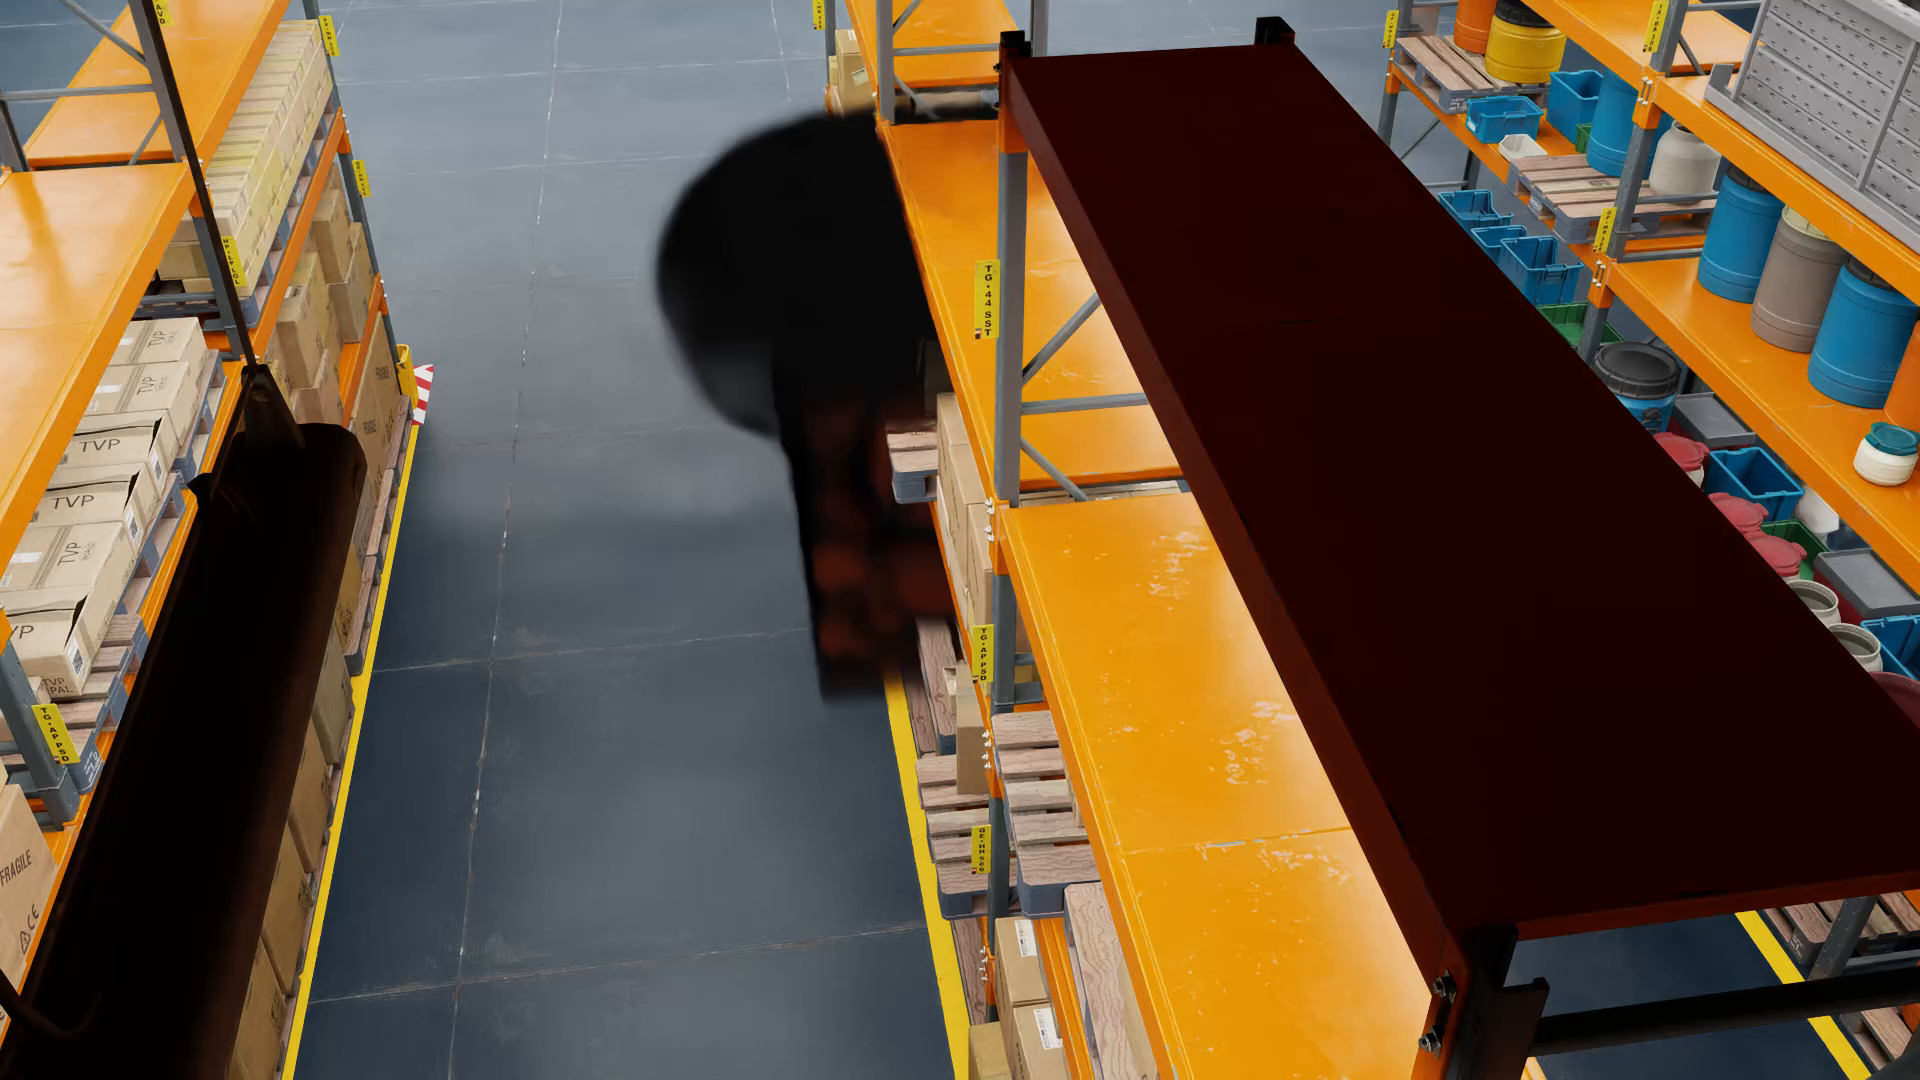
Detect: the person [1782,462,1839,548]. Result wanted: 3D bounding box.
[{"bbox_3d":[6.472,-0.243,12.385,0.753,1.742,1.094,-6,37,-9],"label":"person"}]
